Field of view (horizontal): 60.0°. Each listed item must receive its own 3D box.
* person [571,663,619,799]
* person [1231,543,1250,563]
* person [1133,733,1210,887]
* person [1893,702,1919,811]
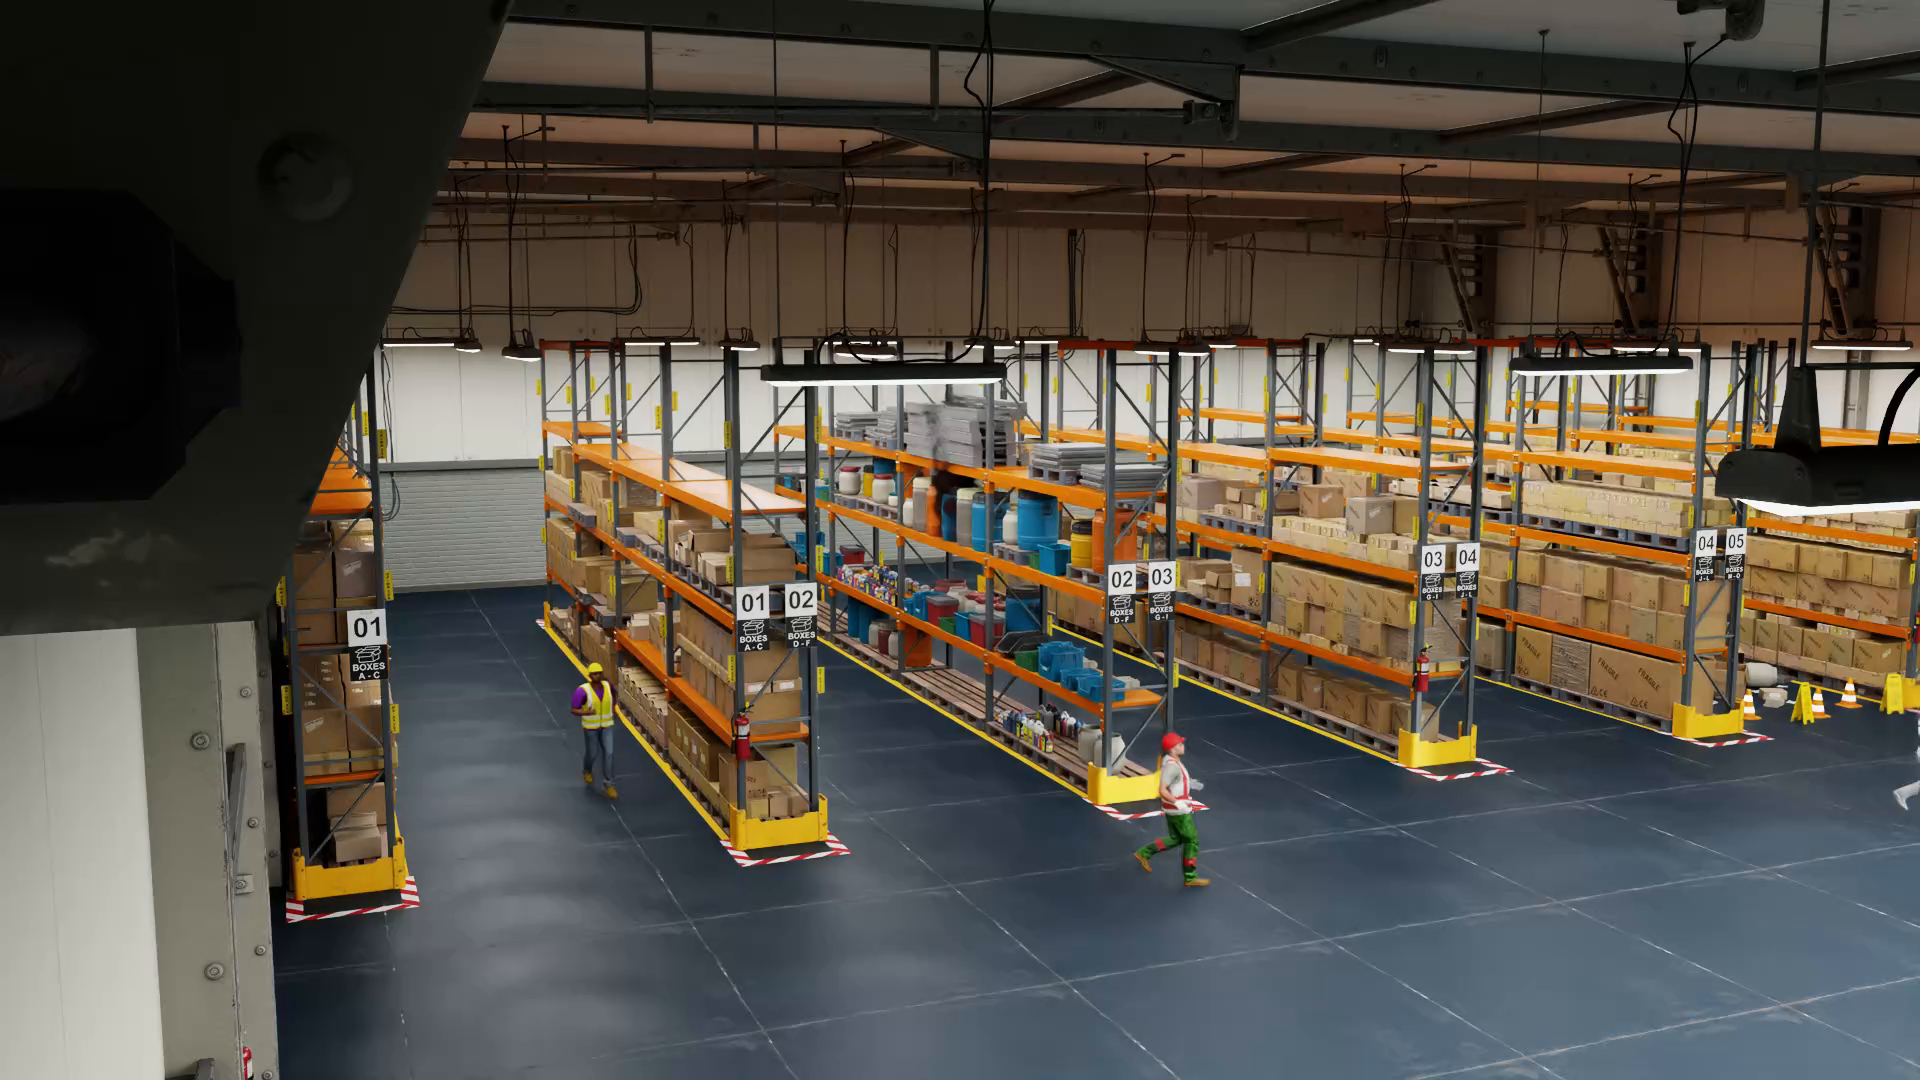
[{"bbox_3d":[-4.884,2.525,22.390,0.695,1.771,0.962,-4,9,-30],"label":"person"},{"bbox_3d":[6.106,0.849,35.602,0.712,1.733,0.795,-4,8,-27],"label":"person"},{"bbox_3d":[2.397,3.035,18.723,0.868,1.760,0.668,0,7,3],"label":"person"},{"bbox_3d":[12.338,2.764,21.170,0.686,1.654,0.580,2,8,16],"label":"person"}]
